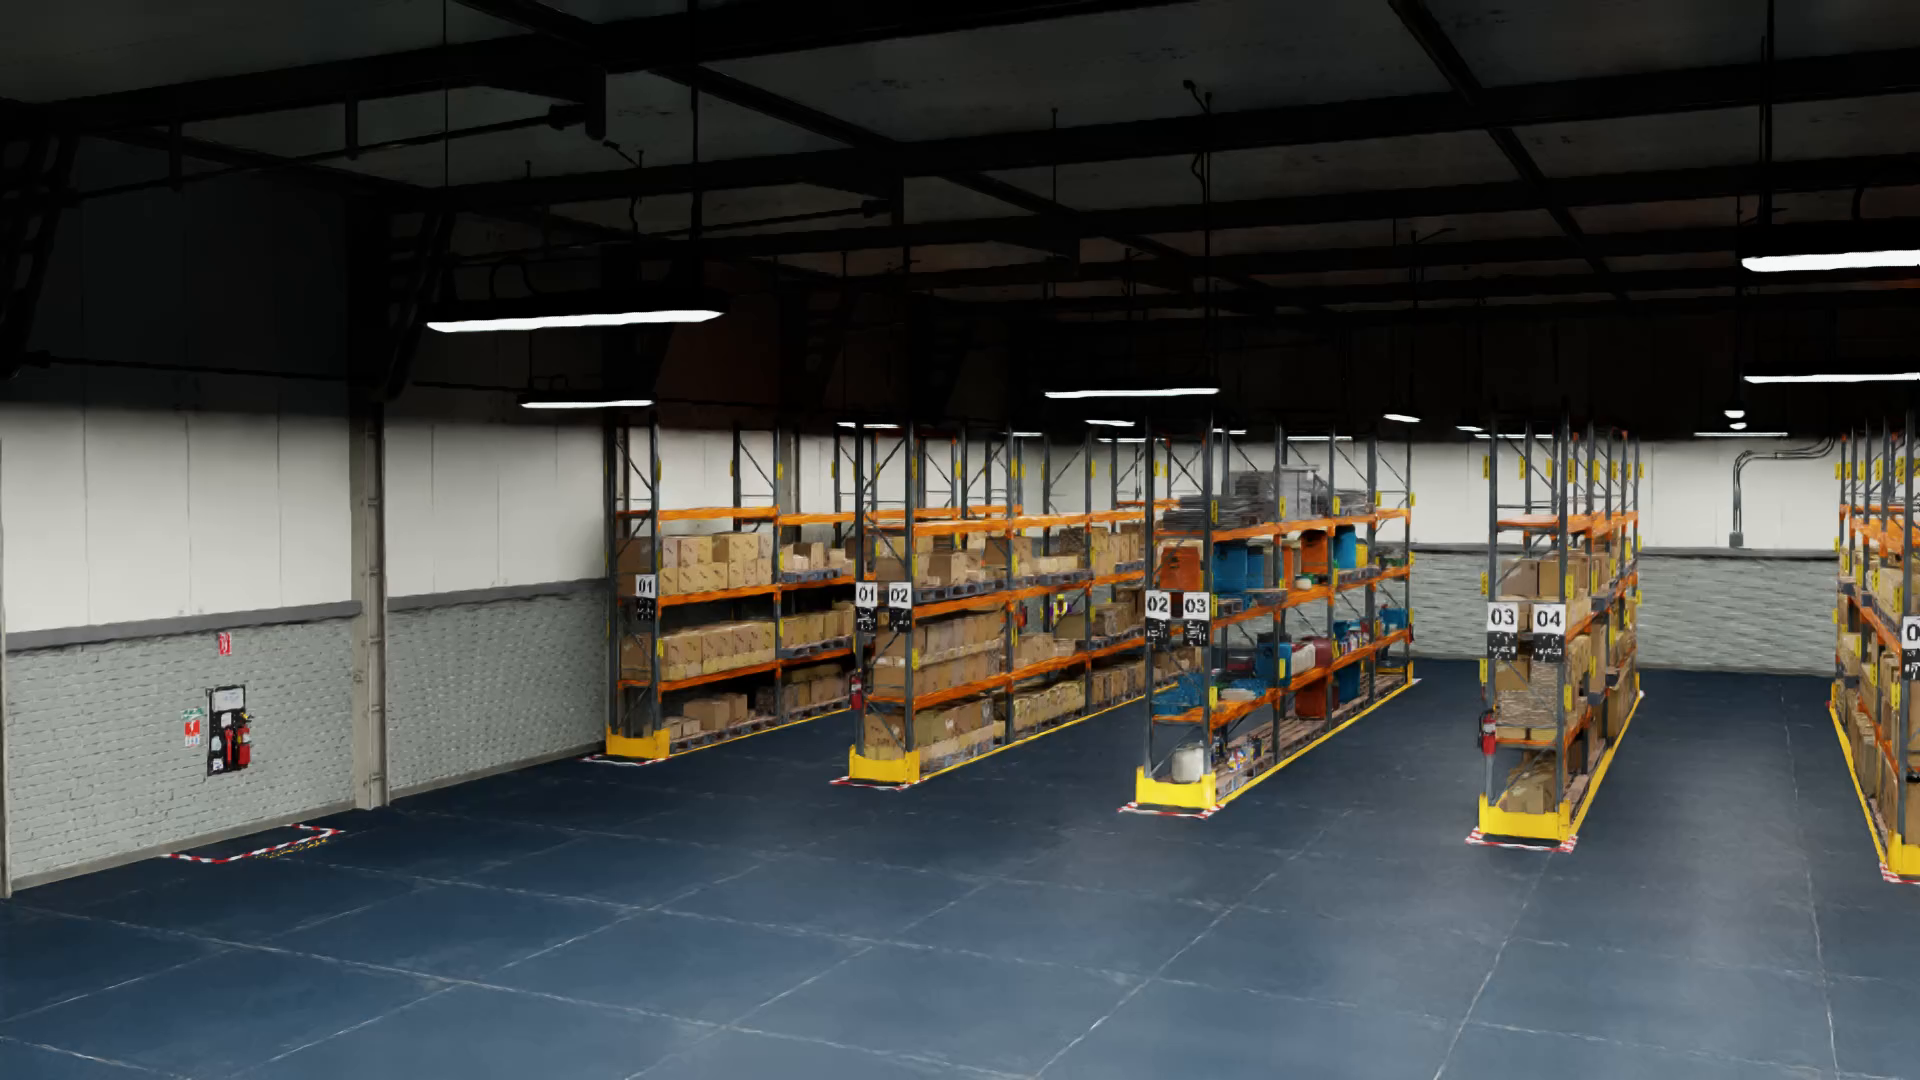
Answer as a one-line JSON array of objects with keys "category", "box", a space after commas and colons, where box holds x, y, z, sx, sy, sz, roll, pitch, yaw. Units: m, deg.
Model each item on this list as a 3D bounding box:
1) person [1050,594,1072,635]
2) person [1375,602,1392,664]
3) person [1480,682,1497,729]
[{"category": "person", "box": [2.700, 2.272, 44.520, 0.712, 1.696, 0.831, 0, 2, 7]}, {"category": "person", "box": [10.856, 2.405, 42.989, 0.594, 1.591, 0.443, -1, 3, -20]}, {"category": "person", "box": [10.103, 2.900, 31.584, 0.417, 1.517, 1.036, 1, 3, 28]}]
